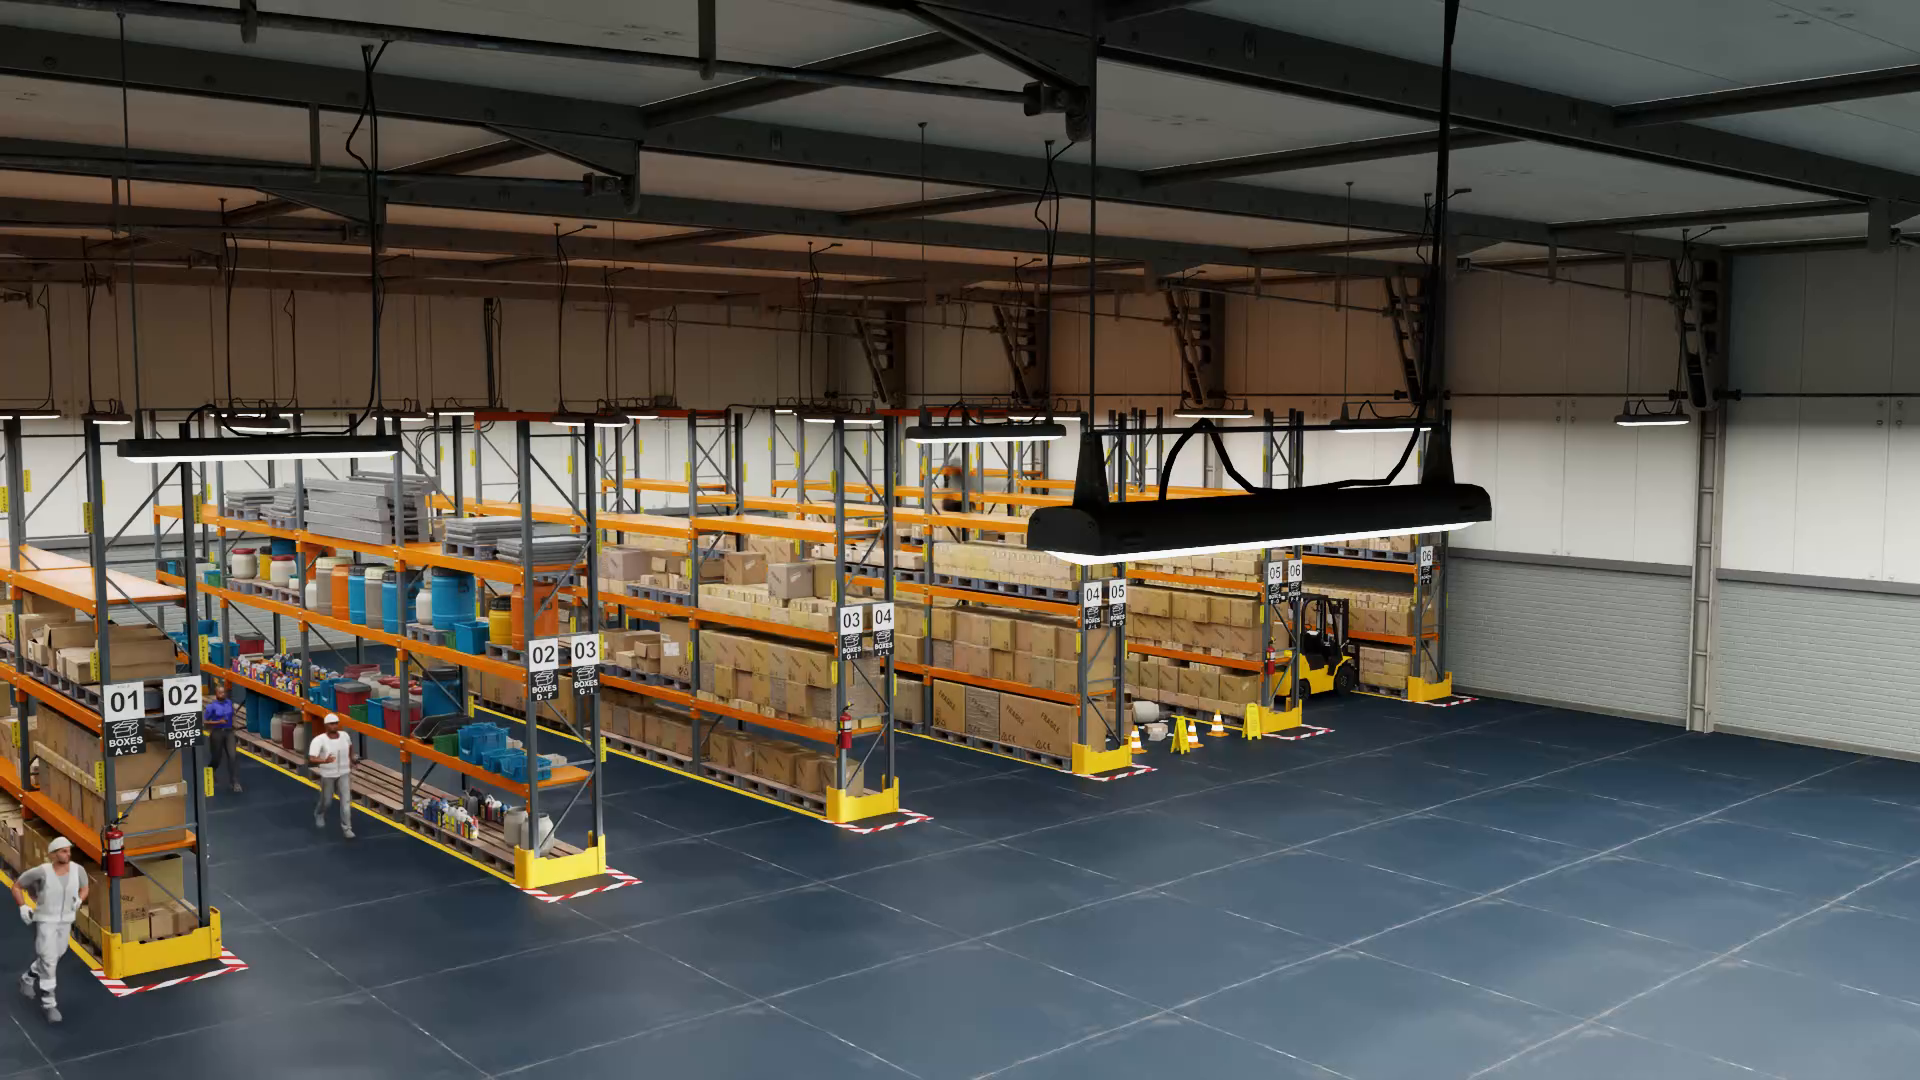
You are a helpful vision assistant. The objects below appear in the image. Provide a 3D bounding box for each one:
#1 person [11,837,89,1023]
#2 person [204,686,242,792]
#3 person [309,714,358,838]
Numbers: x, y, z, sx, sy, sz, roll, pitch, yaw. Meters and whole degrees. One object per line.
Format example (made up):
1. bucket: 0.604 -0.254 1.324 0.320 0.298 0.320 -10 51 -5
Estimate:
1. person: -9.339 3.949 17.156 0.928 1.795 0.697 3 6 33
2. person: -11.760 3.144 26.515 0.909 1.657 0.575 5 7 43
3. person: -8.946 3.350 23.774 0.714 1.746 0.972 -4 7 -42
